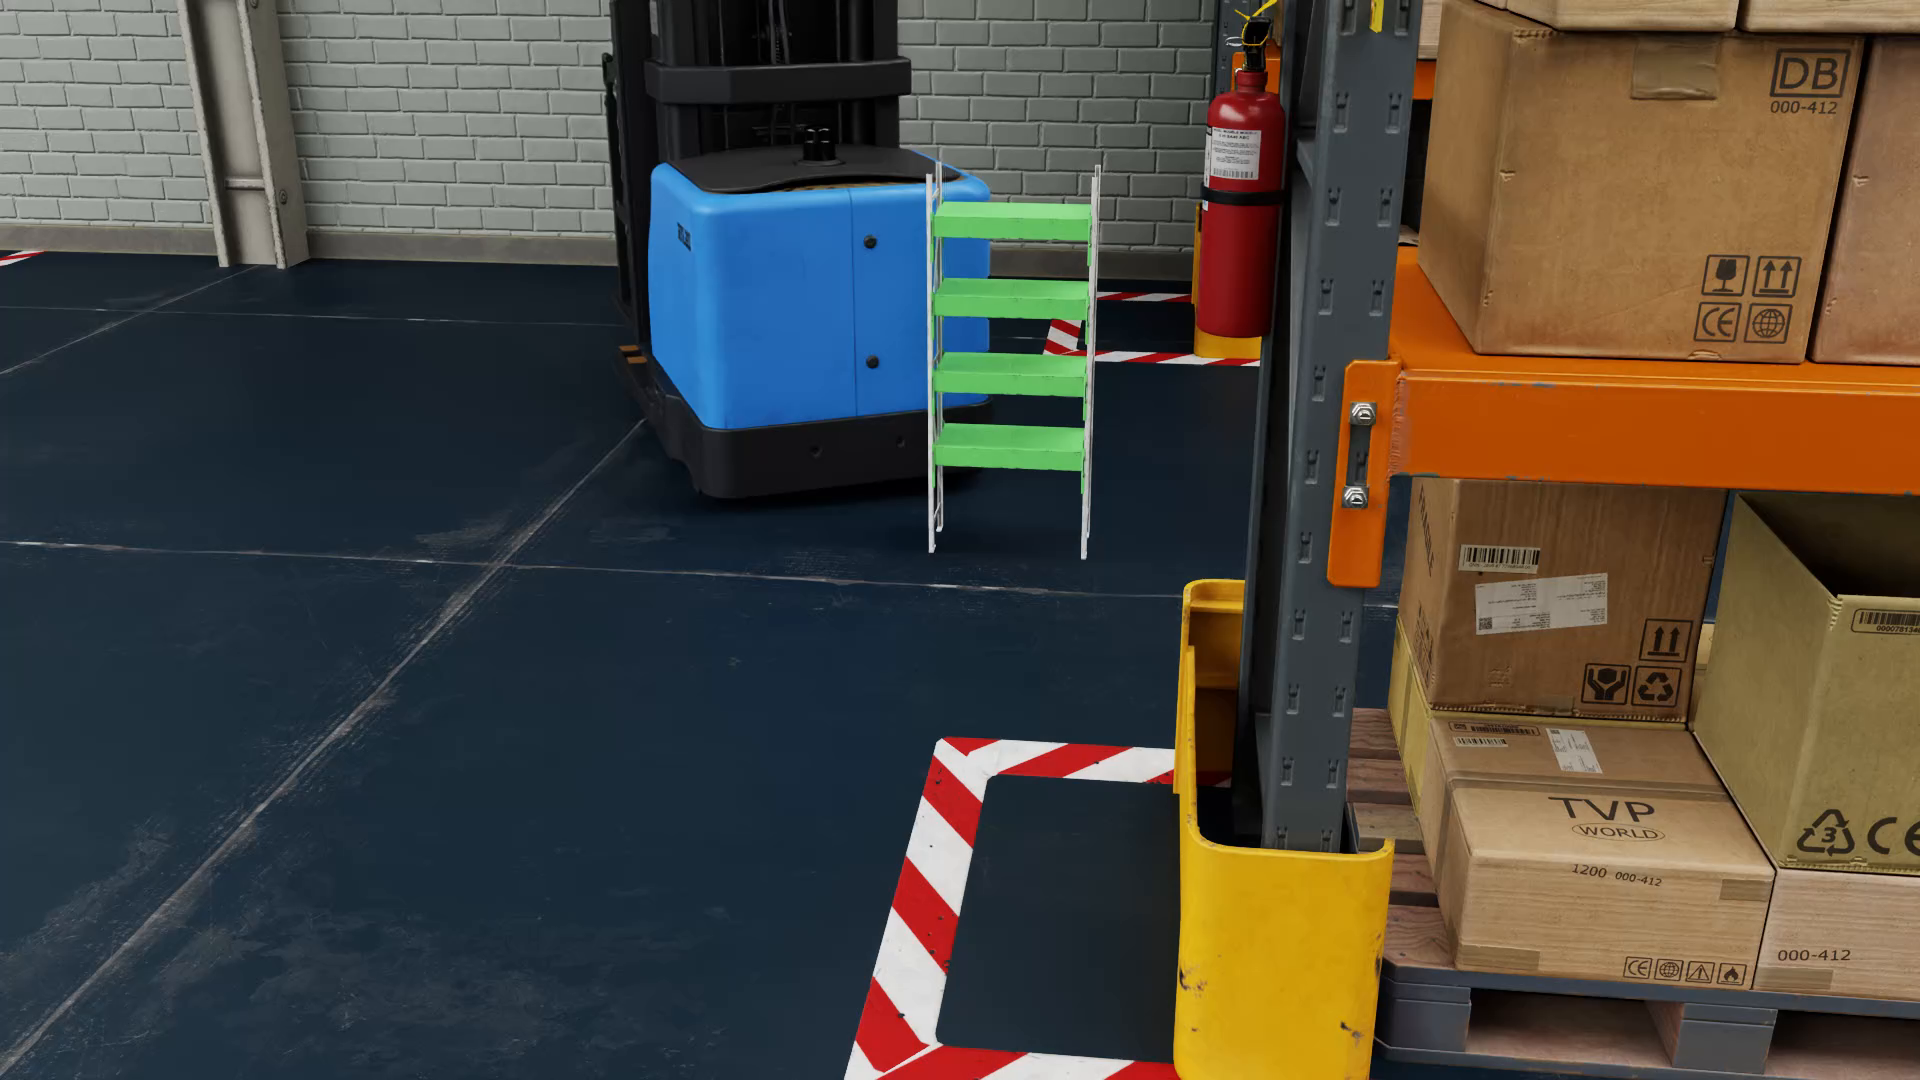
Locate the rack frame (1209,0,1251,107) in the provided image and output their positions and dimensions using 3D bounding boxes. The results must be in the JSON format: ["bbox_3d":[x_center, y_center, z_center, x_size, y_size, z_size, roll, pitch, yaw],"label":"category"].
[{"bbox_3d":[1.225,-2.429,7.504,0.127,3.000,1.000,2,22,6],"label":"rack frame"}]

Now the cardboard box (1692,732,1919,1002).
[{"bbox_3d":[1.649,0.588,3.041,0.500,0.250,0.500,2,22,6],"label":"cardboard box"}]

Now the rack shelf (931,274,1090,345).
[{"bbox_3d":[0.164,-0.715,5.136,0.480,0.148,0.258,2,22,6],"label":"rack shelf"}]

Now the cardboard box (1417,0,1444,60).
[{"bbox_3d":[2.190,-2.214,7.137,0.500,0.250,0.500,2,22,5],"label":"cardboard box"}]

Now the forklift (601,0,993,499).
[{"bbox_3d":[-0.858,-2.012,6.543,1.130,2.935,3.031,-8,23,-18],"label":"forklift"}]

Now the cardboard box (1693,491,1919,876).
[{"bbox_3d":[1.649,0.240,2.902,0.500,0.500,0.500,2,22,6],"label":"cardboard box"}]

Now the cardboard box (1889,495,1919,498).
[{"bbox_3d":[2.208,0.067,3.339,0.500,0.500,0.500,2,22,6],"label":"cardboard box"}]

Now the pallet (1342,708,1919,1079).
[{"bbox_3d":[1.410,0.694,3.396,1.213,0.211,1.003,2,22,6],"label":"pallet"}]

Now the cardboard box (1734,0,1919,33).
[{"bbox_3d":[1.273,-0.862,2.523,0.250,0.149,0.380,2,22,5],"label":"cardboard box"}]

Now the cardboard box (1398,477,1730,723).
[{"bbox_3d":[1.214,0.029,3.435,0.500,0.500,0.500,2,22,6],"label":"cardboard box"}]

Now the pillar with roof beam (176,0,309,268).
[{"bbox_3d":[-4.443,-4.192,3.804,0.400,9.000,9.100,2,22,6],"label":"pillar with roof beam"}]

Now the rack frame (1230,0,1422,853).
[{"bbox_3d":[0.646,-0.620,2.929,0.127,3.000,1.000,2,22,6],"label":"rack frame"}]

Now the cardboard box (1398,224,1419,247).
[{"bbox_3d":[1.902,-1.320,7.758,0.500,0.311,0.500,0,22,0],"label":"cardboard box"}]

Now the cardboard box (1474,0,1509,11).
[{"bbox_3d":[1.048,-1.021,2.925,0.250,0.149,0.380,2,22,5],"label":"cardboard box"}]

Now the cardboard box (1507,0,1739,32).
[{"bbox_3d":[1.010,-0.873,2.549,0.250,0.149,0.380,2,22,6],"label":"cardboard box"}]

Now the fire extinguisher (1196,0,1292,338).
[{"bbox_3d":[0.583,-0.759,3.385,0.183,0.674,0.296,2,22,6],"label":"fire extinguisher"}]

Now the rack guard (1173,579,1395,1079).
[{"bbox_3d":[0.622,0.541,3.391,0.348,0.500,1.175,2,22,6],"label":"rack guard"}]

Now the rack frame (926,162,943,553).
[{"bbox_3d":[-0.078,-0.561,5.228,0.015,1.200,0.240,2,22,6],"label":"rack frame"}]

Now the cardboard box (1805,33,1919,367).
[{"bbox_3d":[1.630,-0.621,2.794,0.500,0.500,0.700,3,22,8],"label":"cardboard box"}]

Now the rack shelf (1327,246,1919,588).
[{"bbox_3d":[2.632,-0.199,2.842,4.000,0.370,1.077,2,22,6],"label":"rack shelf"}]

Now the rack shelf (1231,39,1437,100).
[{"bbox_3d":[3.211,-2.008,7.417,4.000,0.370,1.077,2,22,6],"label":"rack shelf"}]

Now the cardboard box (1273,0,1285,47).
[{"bbox_3d":[1.712,-2.419,7.656,0.500,0.250,0.500,3,22,7],"label":"cardboard box"}]

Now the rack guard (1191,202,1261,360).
[{"bbox_3d":[1.301,-1.263,7.955,0.348,0.500,1.175,2,22,6],"label":"rack guard"}]

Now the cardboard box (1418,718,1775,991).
[{"bbox_3d":[1.152,0.568,3.093,0.500,0.250,0.500,2,22,6],"label":"cardboard box"}]

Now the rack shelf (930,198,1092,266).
[{"bbox_3d":[0.164,-0.938,5.048,0.480,0.148,0.258,2,22,6],"label":"rack shelf"}]

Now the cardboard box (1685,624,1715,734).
[{"bbox_3d":[1.711,0.396,3.527,0.500,0.250,0.500,2,22,6],"label":"cardboard box"}]

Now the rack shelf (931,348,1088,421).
[{"bbox_3d":[0.164,-0.491,5.225,0.480,0.148,0.258,2,22,6],"label":"rack shelf"}]

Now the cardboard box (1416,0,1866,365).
[{"bbox_3d":[1.108,-0.642,2.847,0.500,0.500,0.700,3,22,6],"label":"cardboard box"}]

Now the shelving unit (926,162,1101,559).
[{"bbox_3d":[0.164,-0.551,5.201,0.503,1.200,0.258,2,22,6],"label":"shelving unit"}]

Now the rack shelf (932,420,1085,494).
[{"bbox_3d":[0.164,-0.268,5.313,0.480,0.148,0.258,2,22,6],"label":"rack shelf"}]

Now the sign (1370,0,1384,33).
[{"bbox_3d":[0.575,-0.857,2.243,0.005,0.325,0.100,2,22,6],"label":"sign"}]

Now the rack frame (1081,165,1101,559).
[{"bbox_3d":[0.407,-0.540,5.174,0.015,1.200,0.240,2,22,6],"label":"rack frame"}]

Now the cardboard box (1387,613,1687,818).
[{"bbox_3d":[1.213,0.379,3.571,0.500,0.250,0.500,2,22,6],"label":"cardboard box"}]
